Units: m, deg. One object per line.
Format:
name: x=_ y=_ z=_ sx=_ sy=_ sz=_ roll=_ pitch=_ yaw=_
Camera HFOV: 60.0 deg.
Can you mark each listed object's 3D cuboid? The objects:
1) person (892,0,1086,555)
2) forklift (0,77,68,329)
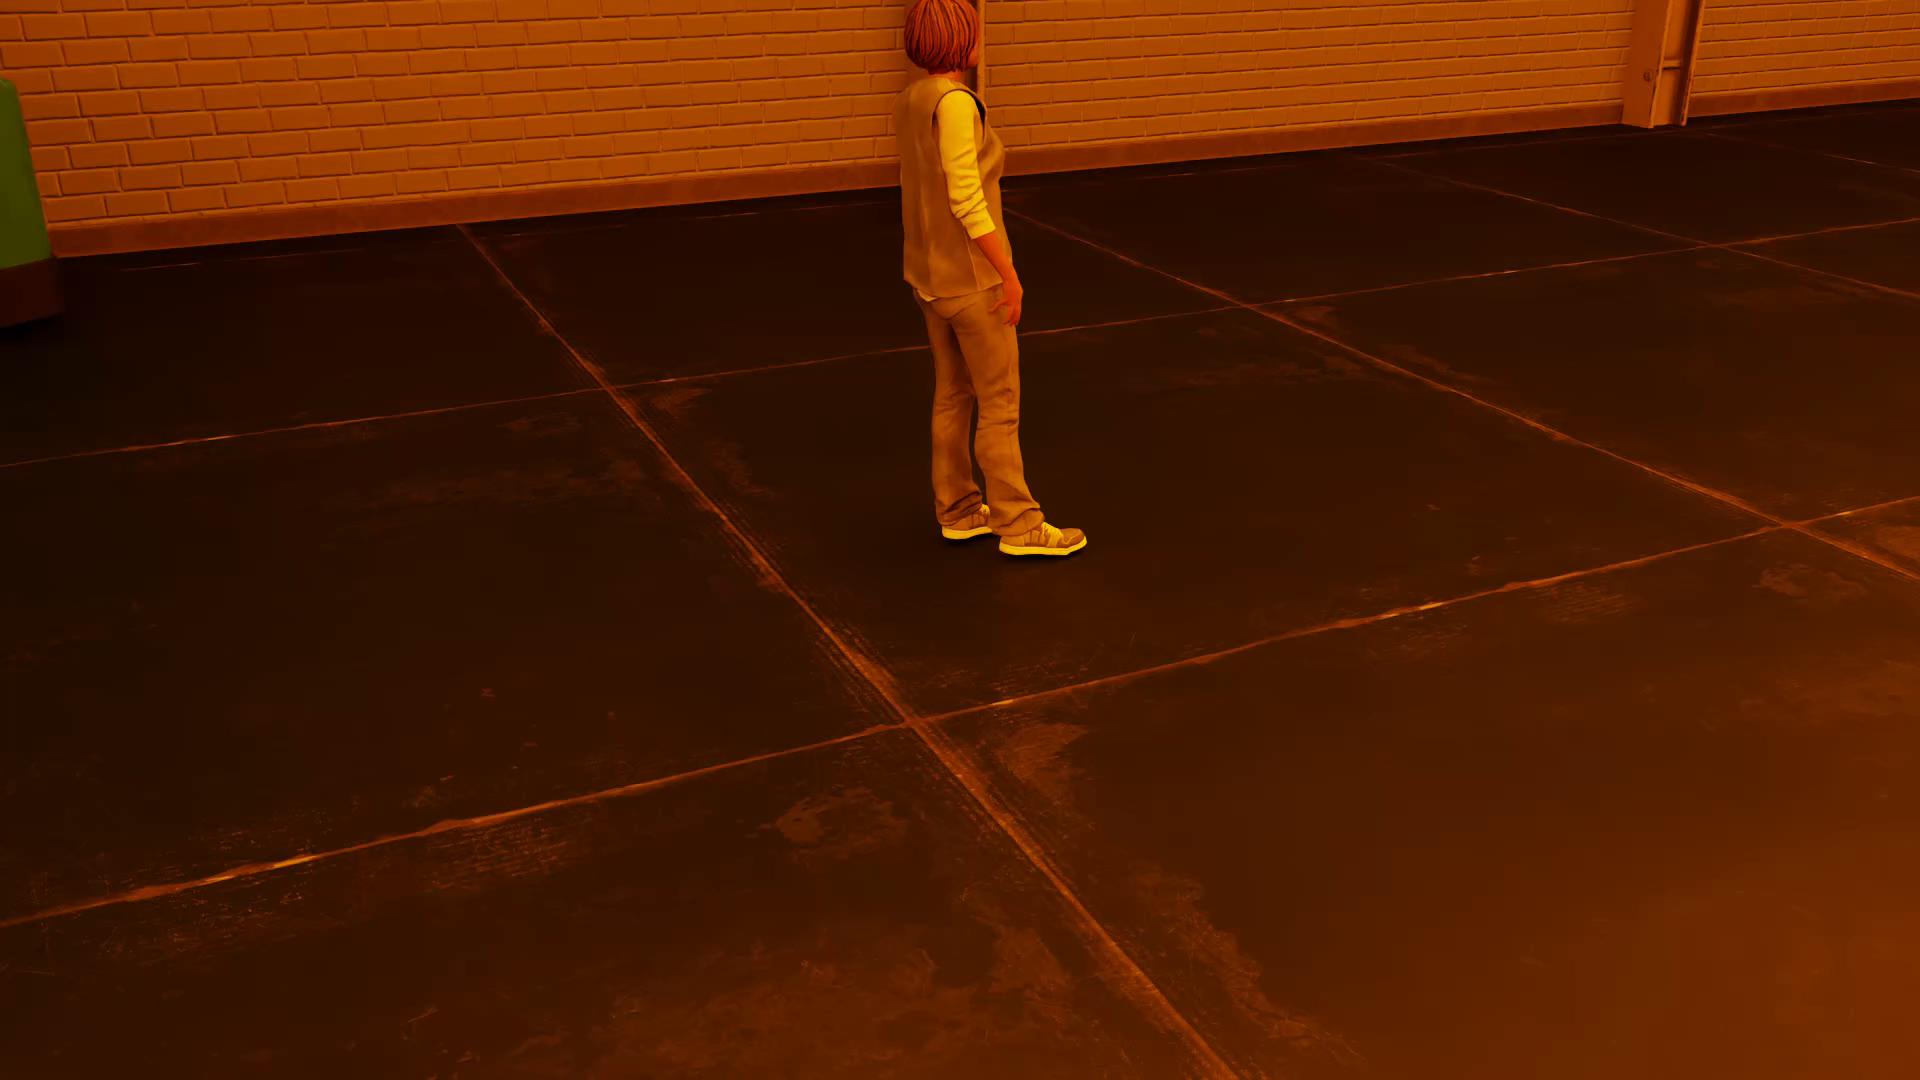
person: x=0.073 y=-0.751 z=4.814 sx=0.475 sy=1.597 sz=0.520 roll=-10 pitch=25 yaw=-23
forklift: x=-5.507 y=-2.397 z=7.056 sx=3.031 sy=2.935 sz=1.130 roll=11 pitch=25 yaw=25
